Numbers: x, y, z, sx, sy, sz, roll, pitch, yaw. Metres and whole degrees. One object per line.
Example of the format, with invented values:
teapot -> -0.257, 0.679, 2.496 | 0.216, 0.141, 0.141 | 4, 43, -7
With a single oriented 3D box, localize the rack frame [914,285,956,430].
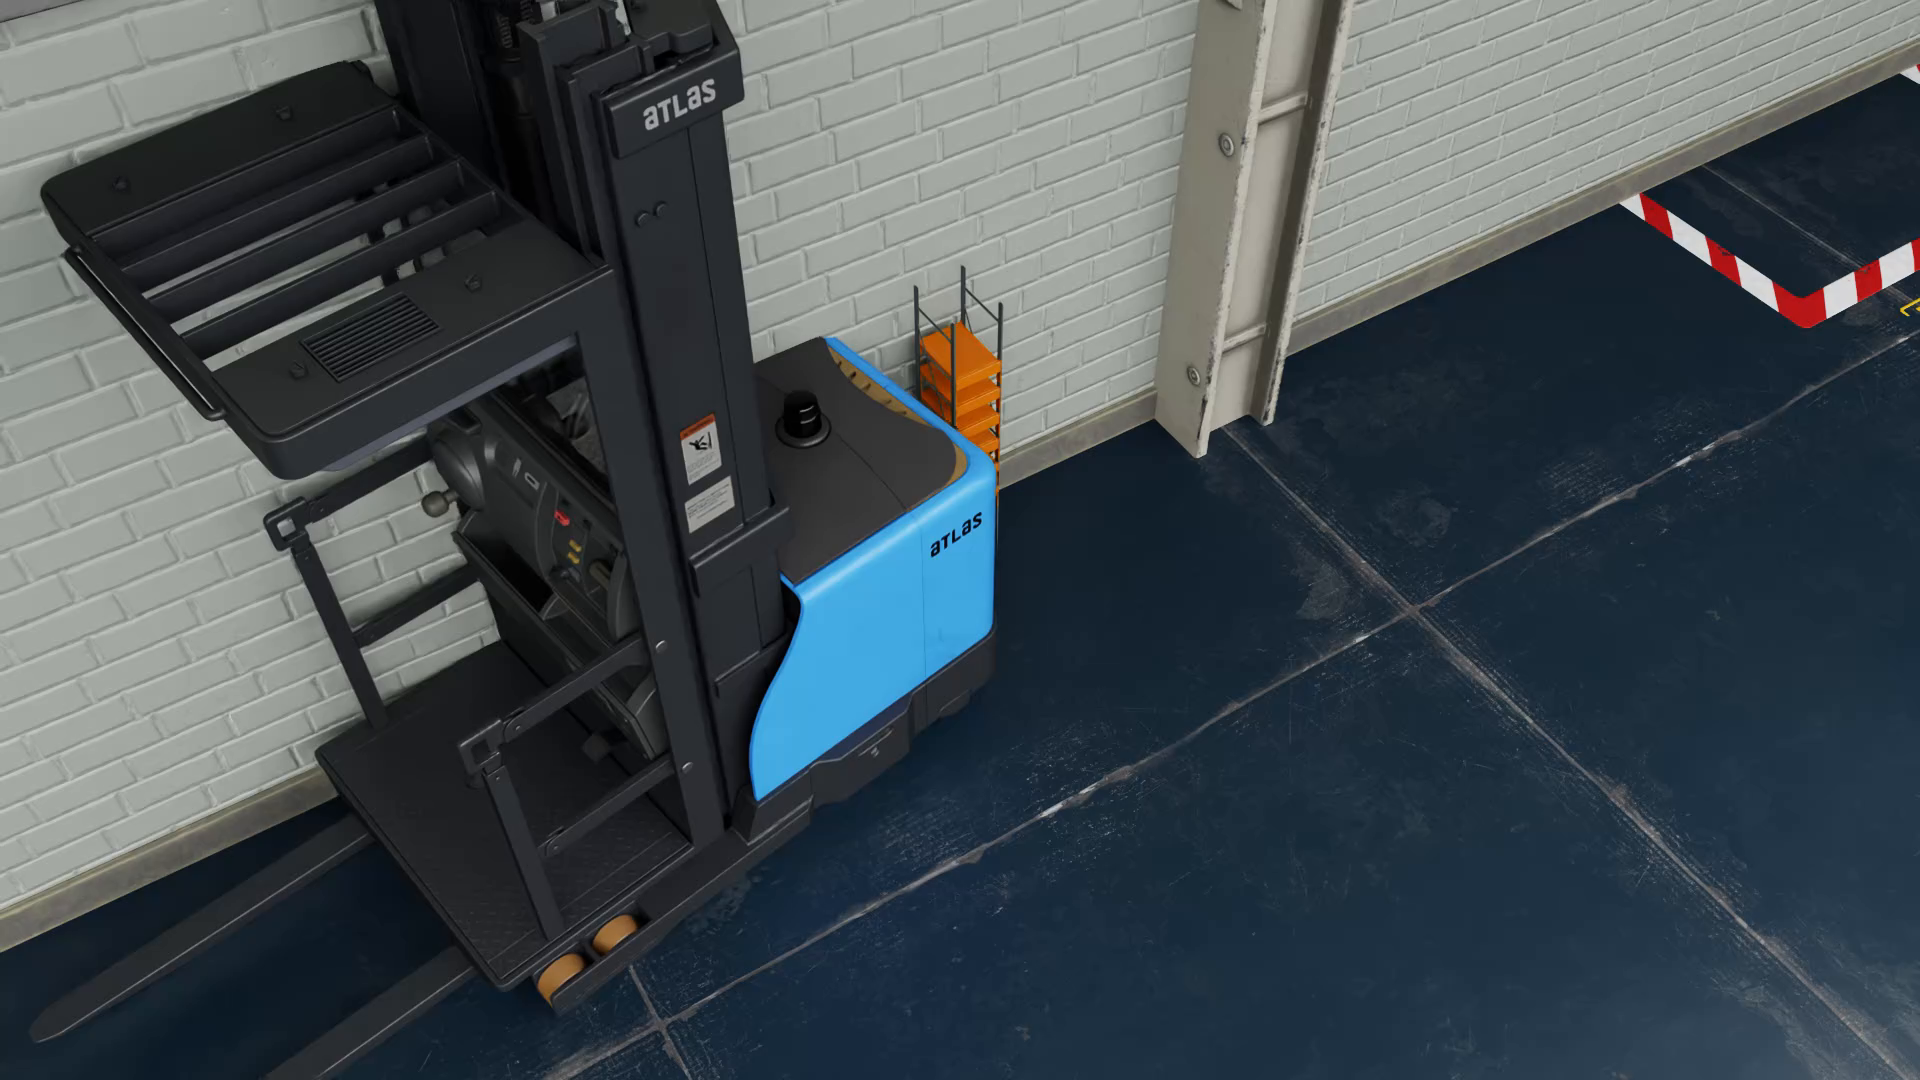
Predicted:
rack frame -> -0.082, -0.351, 5.759 | 0.006, 1.200, 0.240 | -26, 53, -21

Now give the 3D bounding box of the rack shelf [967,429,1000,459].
rack shelf -> -0.006, -0.359, 5.826 | 0.180, 0.103, 0.258 | -26, 53, -21

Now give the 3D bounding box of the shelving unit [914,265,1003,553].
shelving unit -> -0.006, -0.388, 5.792 | 0.189, 1.200, 0.258 | -26, 53, -21

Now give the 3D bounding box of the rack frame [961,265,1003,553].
rack frame -> 0.071, -0.426, 5.826 | 0.006, 1.200, 0.240 | -26, 53, -21

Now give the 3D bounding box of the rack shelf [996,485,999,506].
rack shelf -> -0.006, -0.199, 6.005 | 0.180, 0.103, 0.258 | -26, 53, -21

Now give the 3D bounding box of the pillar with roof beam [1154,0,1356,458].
pillar with roof beam -> 3.310, -0.770, 0.910 | 0.400, 9.000, 9.100 | -25, 53, -21

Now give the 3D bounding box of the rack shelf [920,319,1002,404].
rack shelf -> -0.006, -0.598, 5.557 | 0.180, 0.103, 0.258 | -26, 53, -21

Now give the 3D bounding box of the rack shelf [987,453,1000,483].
rack shelf -> -0.006, -0.279, 5.915 | 0.180, 0.103, 0.258 | -26, 53, -21

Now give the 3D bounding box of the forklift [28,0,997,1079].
forklift -> -1.303, -0.017, 4.303 | 3.031, 2.935, 1.130 | -34, 57, -27

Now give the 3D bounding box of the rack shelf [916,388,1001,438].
rack shelf -> -0.006, -0.439, 5.736 | 0.180, 0.103, 0.258 | -26, 53, -21

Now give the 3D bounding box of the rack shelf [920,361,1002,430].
rack shelf -> -0.006, -0.518, 5.646 | 0.180, 0.103, 0.258 | -26, 53, -21
